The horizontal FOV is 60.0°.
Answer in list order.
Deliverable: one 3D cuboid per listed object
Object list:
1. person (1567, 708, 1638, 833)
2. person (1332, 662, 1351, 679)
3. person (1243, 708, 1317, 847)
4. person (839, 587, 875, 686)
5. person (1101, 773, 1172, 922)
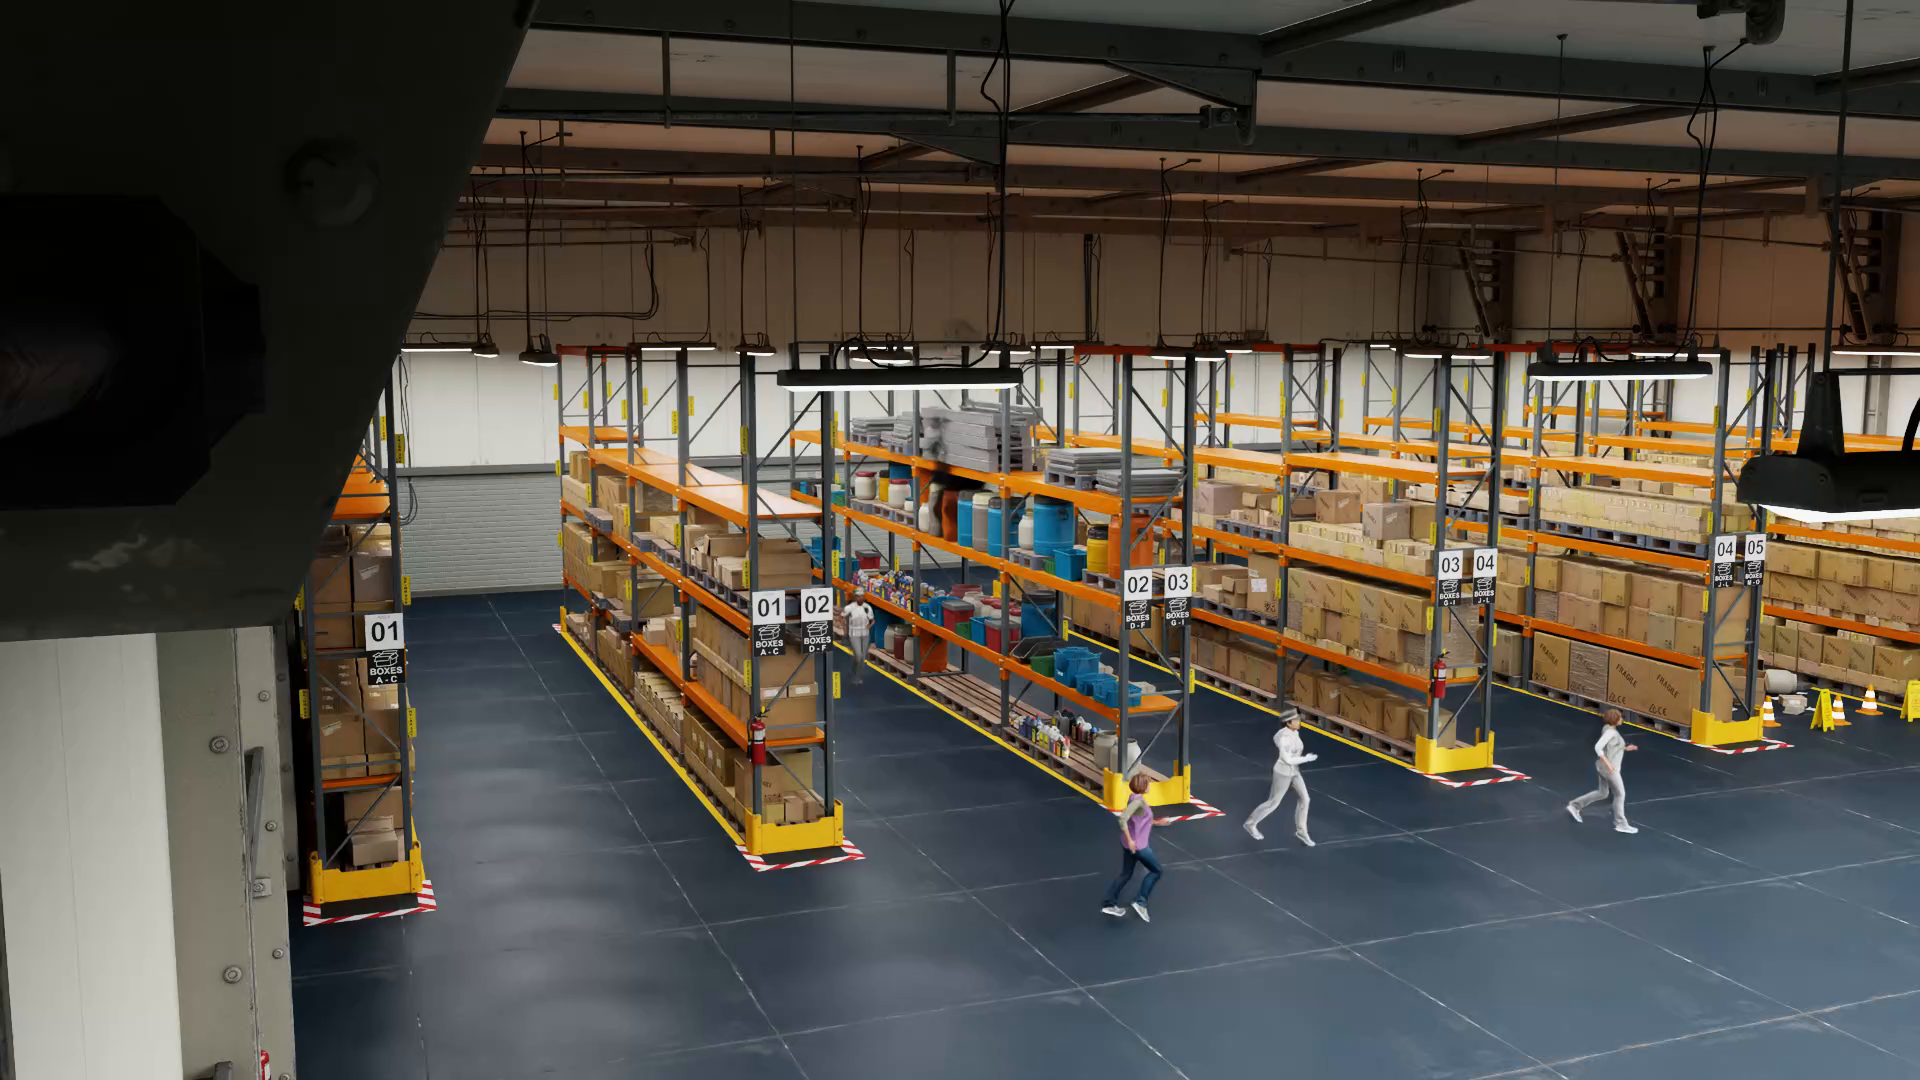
[{"bbox_3d":[8.099,2.883,20.872,0.856,1.582,0.536,1,7,11],"label":"person"},{"bbox_3d":[6.939,1.627,30.147,0.639,1.818,0.852,-2,8,-19],"label":"person"},{"bbox_3d":[3.964,2.902,20.472,0.881,1.738,0.622,3,8,25],"label":"person"},{"bbox_3d":[-1.697,1.645,28.155,0.562,1.696,0.605,-3,8,-21],"label":"person"},{"bbox_3d":[1.895,3.293,17.780,0.760,1.610,0.498,-1,7,-7],"label":"person"}]
